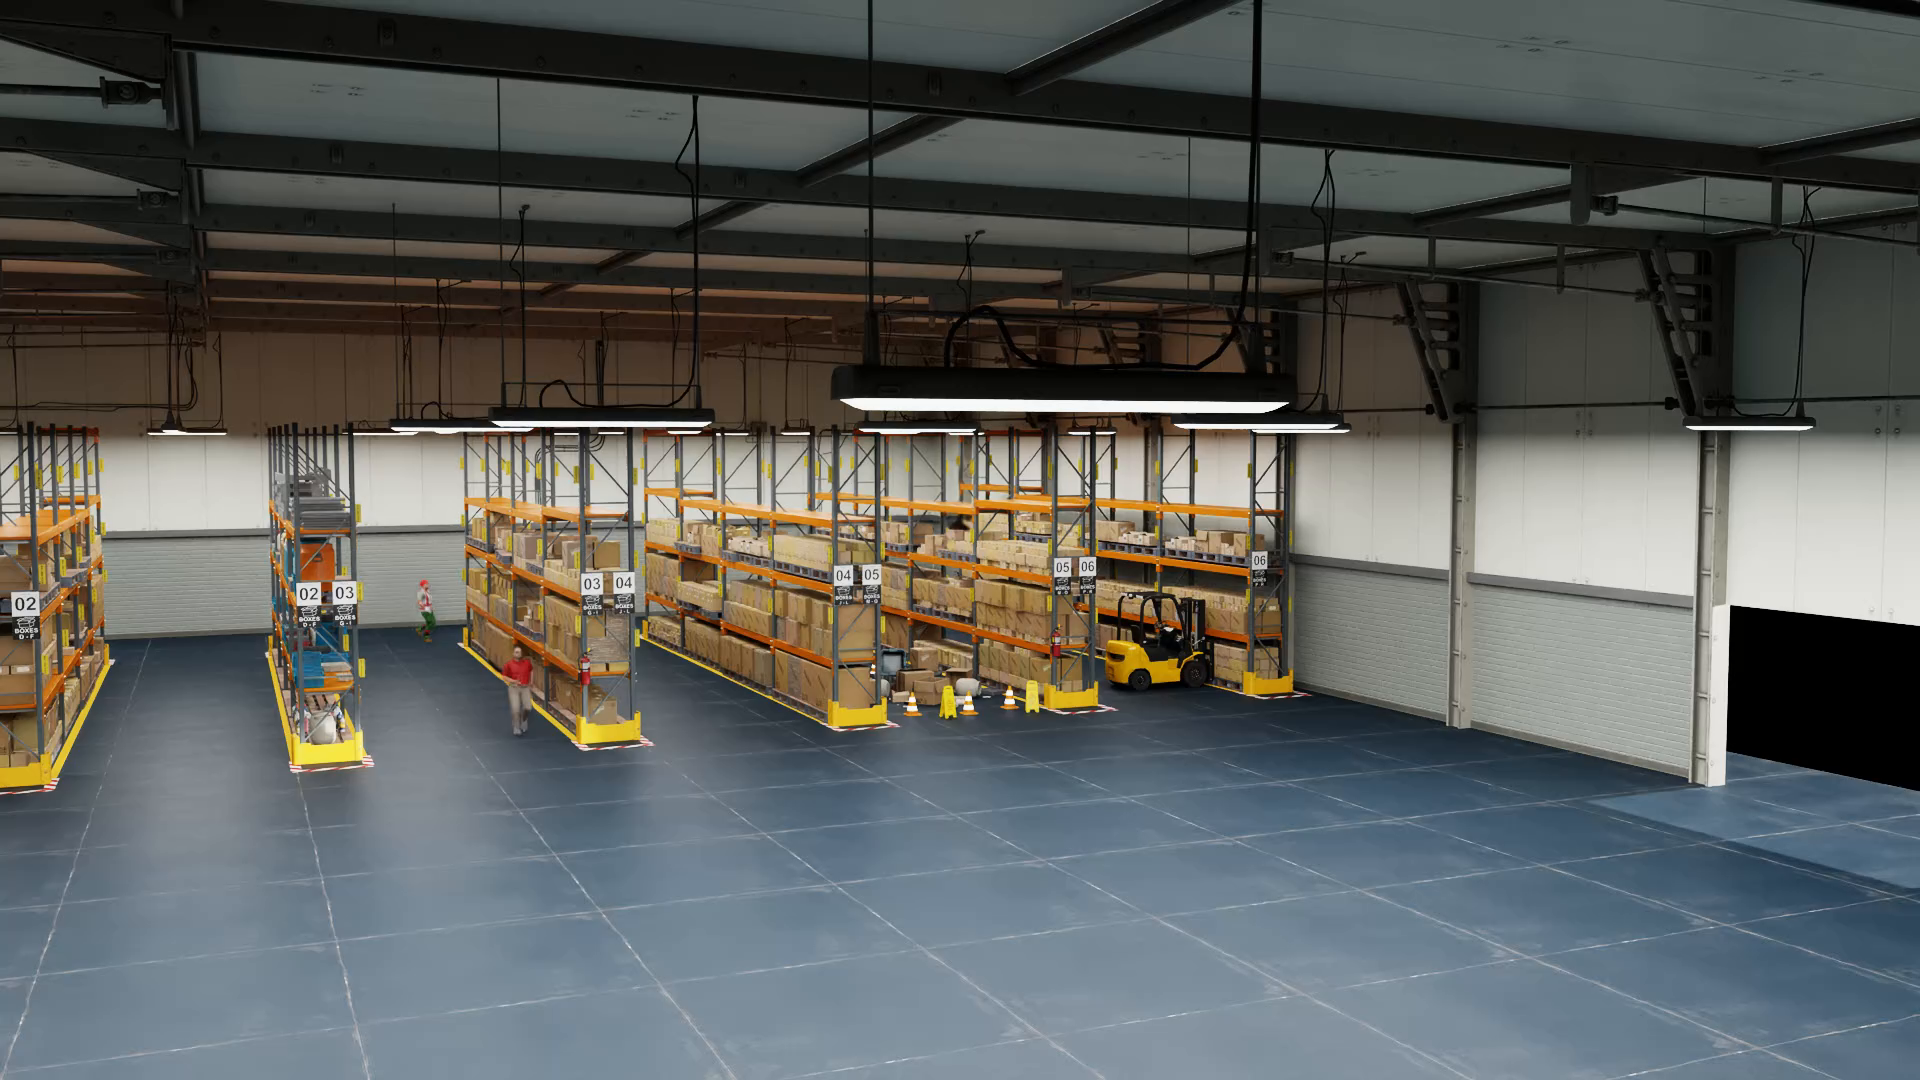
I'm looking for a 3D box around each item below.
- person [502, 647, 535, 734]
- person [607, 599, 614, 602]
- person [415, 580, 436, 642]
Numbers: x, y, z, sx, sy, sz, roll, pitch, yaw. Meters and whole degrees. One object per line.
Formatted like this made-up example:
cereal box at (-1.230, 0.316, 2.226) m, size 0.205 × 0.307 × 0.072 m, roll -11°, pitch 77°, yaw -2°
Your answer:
person at (-8.491, 2.912, 32.093) m, size 0.651 × 1.688 × 0.605 m, roll -2°, pitch 4°, yaw -28°
person at (-9.818, 2.082, 46.528) m, size 0.615 × 1.598 × 0.526 m, roll -1°, pitch 4°, yaw -19°
person at (-15.079, 1.996, 46.832) m, size 0.563 × 1.748 × 0.654 m, roll 0°, pitch 3°, yaw 0°
